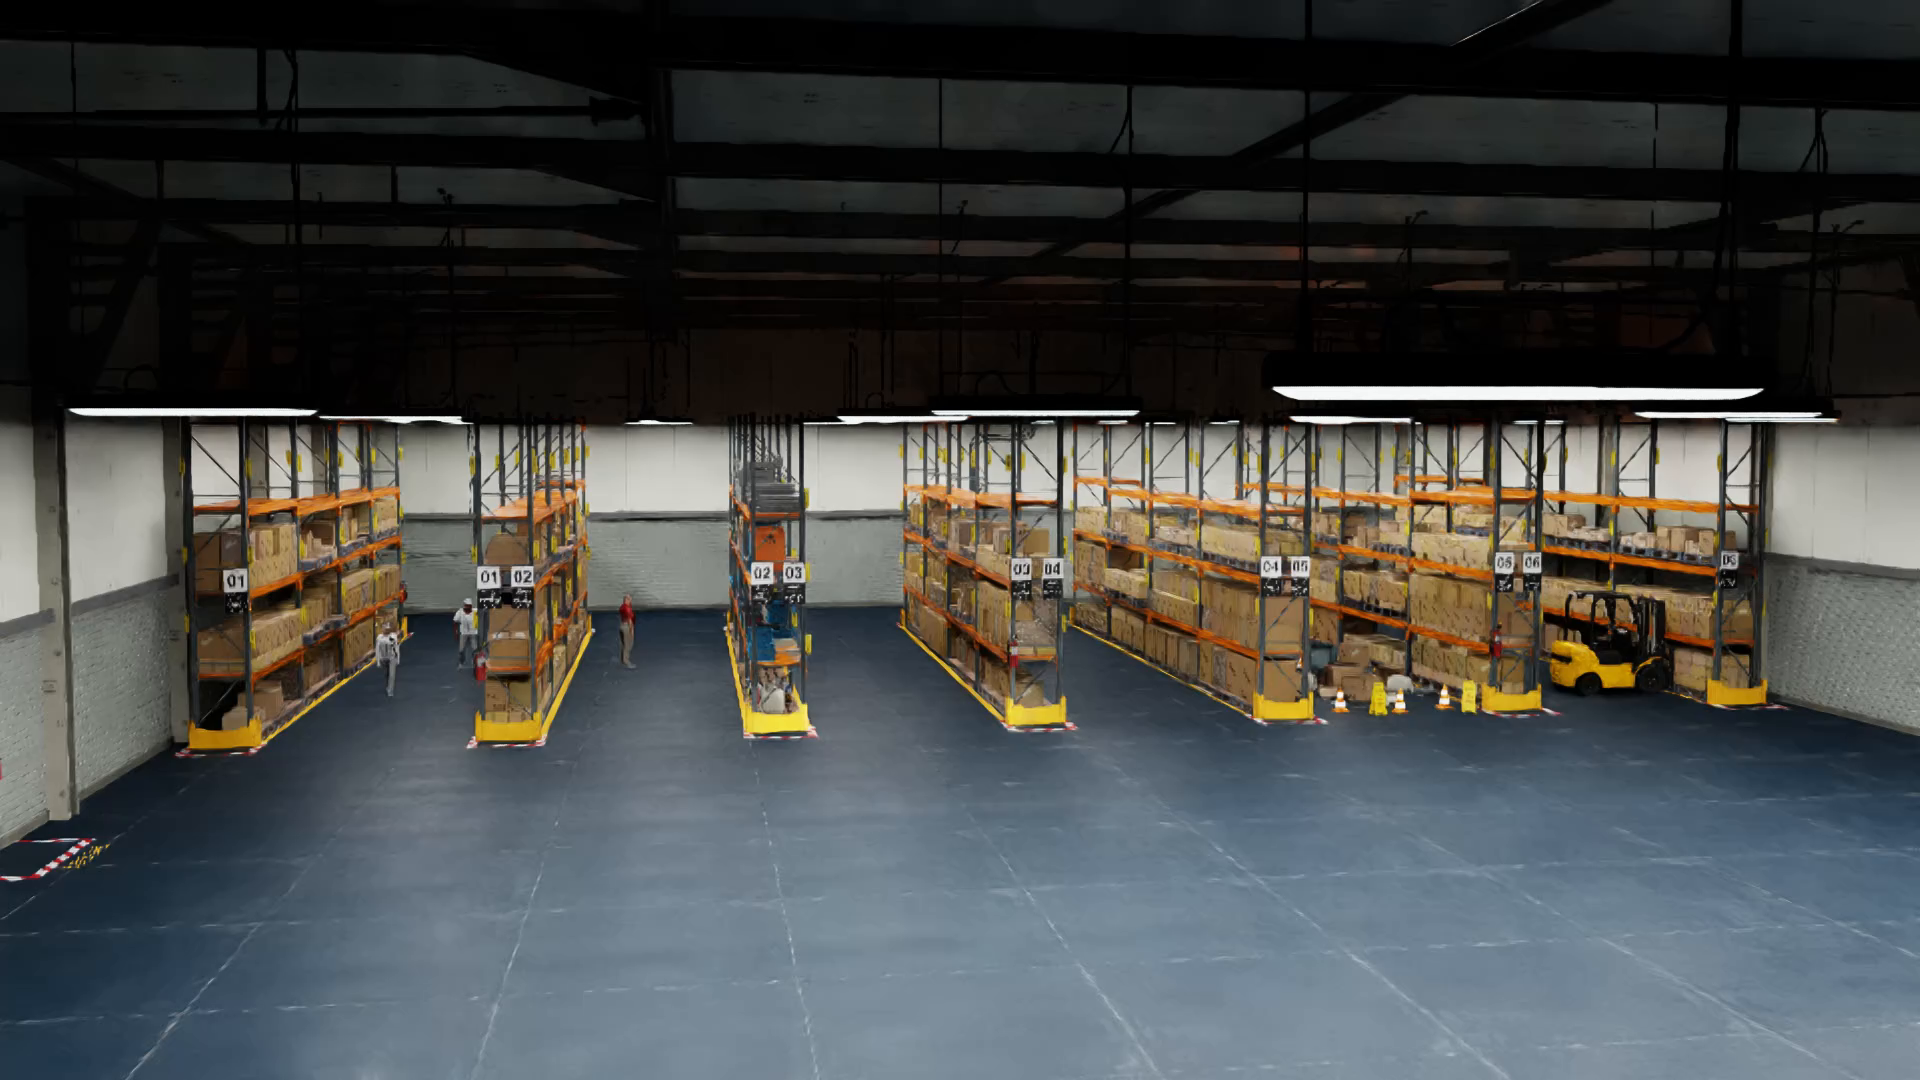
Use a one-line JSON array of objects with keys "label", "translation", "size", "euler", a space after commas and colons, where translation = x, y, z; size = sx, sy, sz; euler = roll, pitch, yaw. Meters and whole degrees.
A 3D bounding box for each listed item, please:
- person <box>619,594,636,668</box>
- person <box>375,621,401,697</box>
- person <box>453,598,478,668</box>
[{"label": "person", "translation": [-7.896, 2.150, 39.582], "size": [0.409, 1.733, 0.635], "euler": [-2, 5, -32]}, {"label": "person", "translation": [-12.177, 2.506, 35.343], "size": [0.495, 1.589, 1.086], "euler": [0, 4, -7]}, {"label": "person", "translation": [-11.604, 2.206, 39.258], "size": [0.719, 1.714, 0.578], "euler": [-1, 4, -10]}]
